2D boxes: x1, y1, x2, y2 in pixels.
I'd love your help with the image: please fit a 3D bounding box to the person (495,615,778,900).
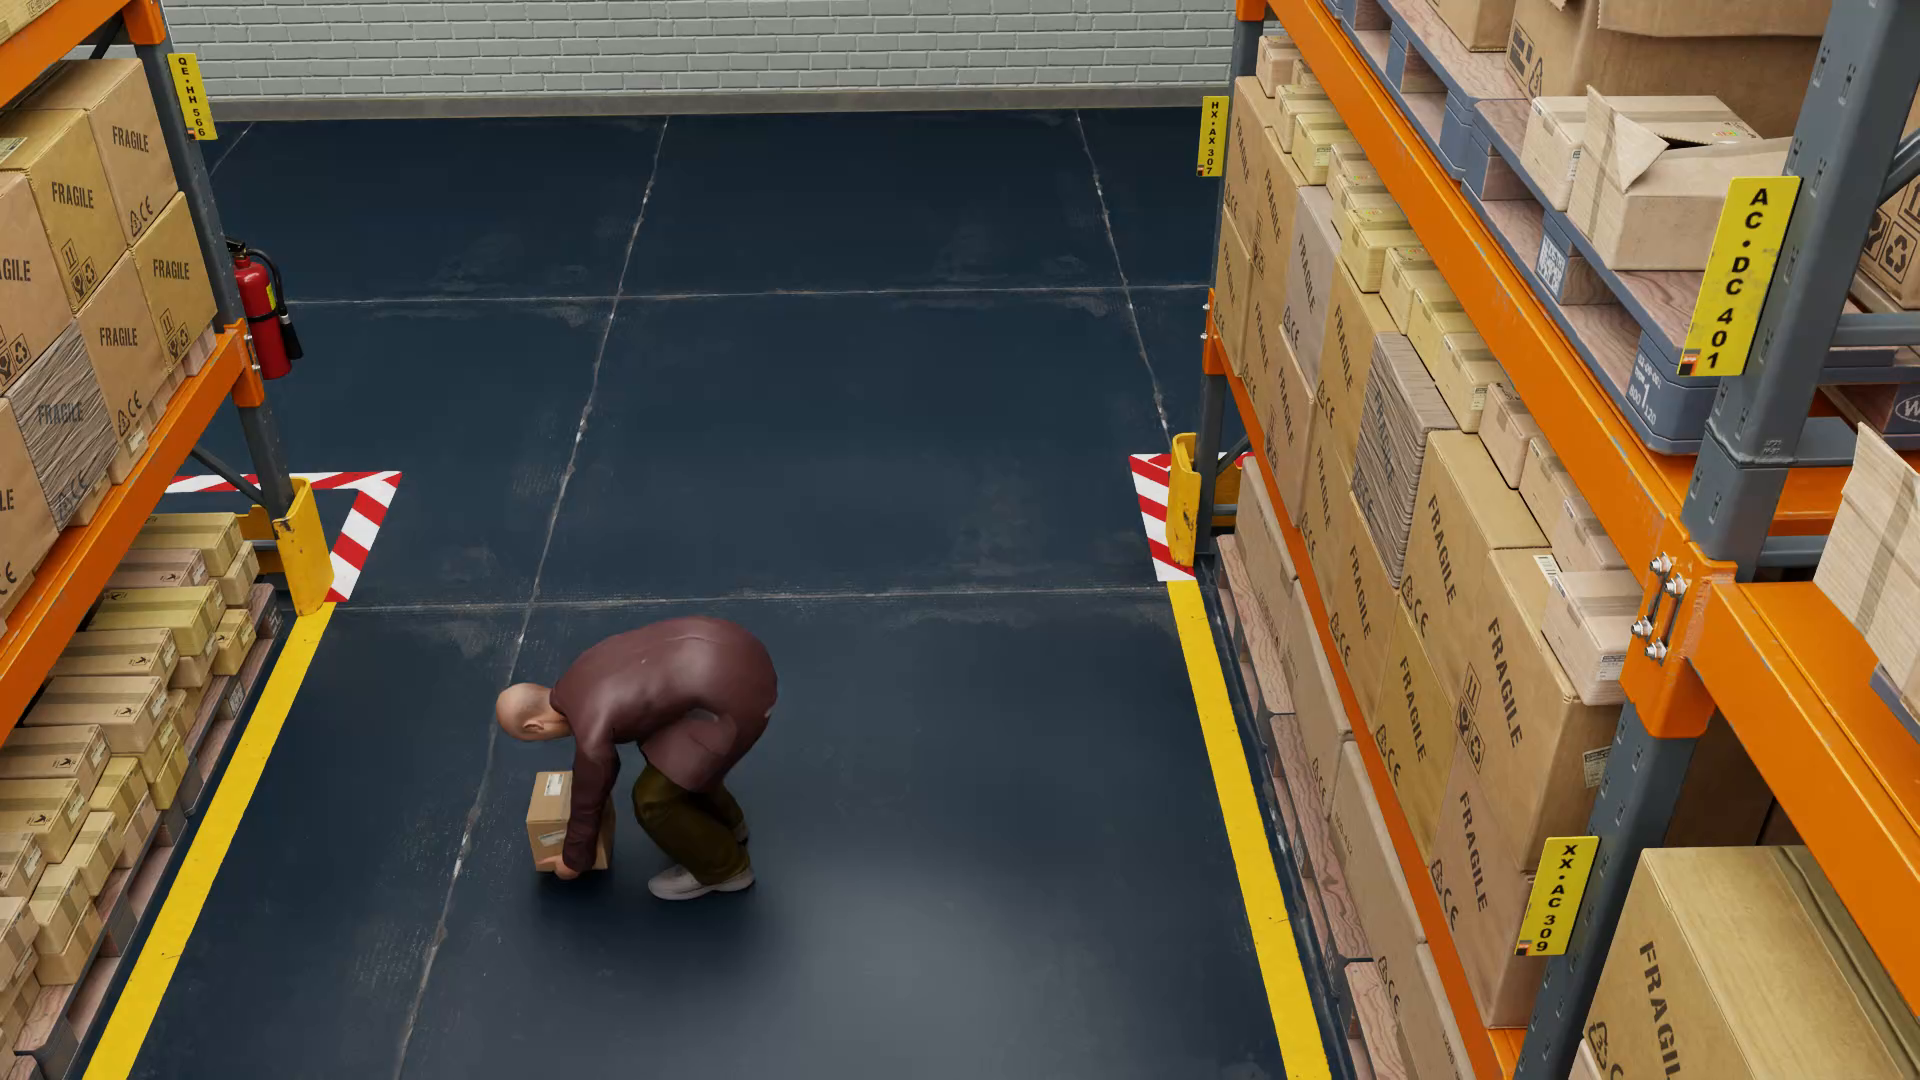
[{"bbox_3d":[-1.085,0.746,5.739,0.944,1.025,0.585,-3,35,-4],"label":"person"}]
